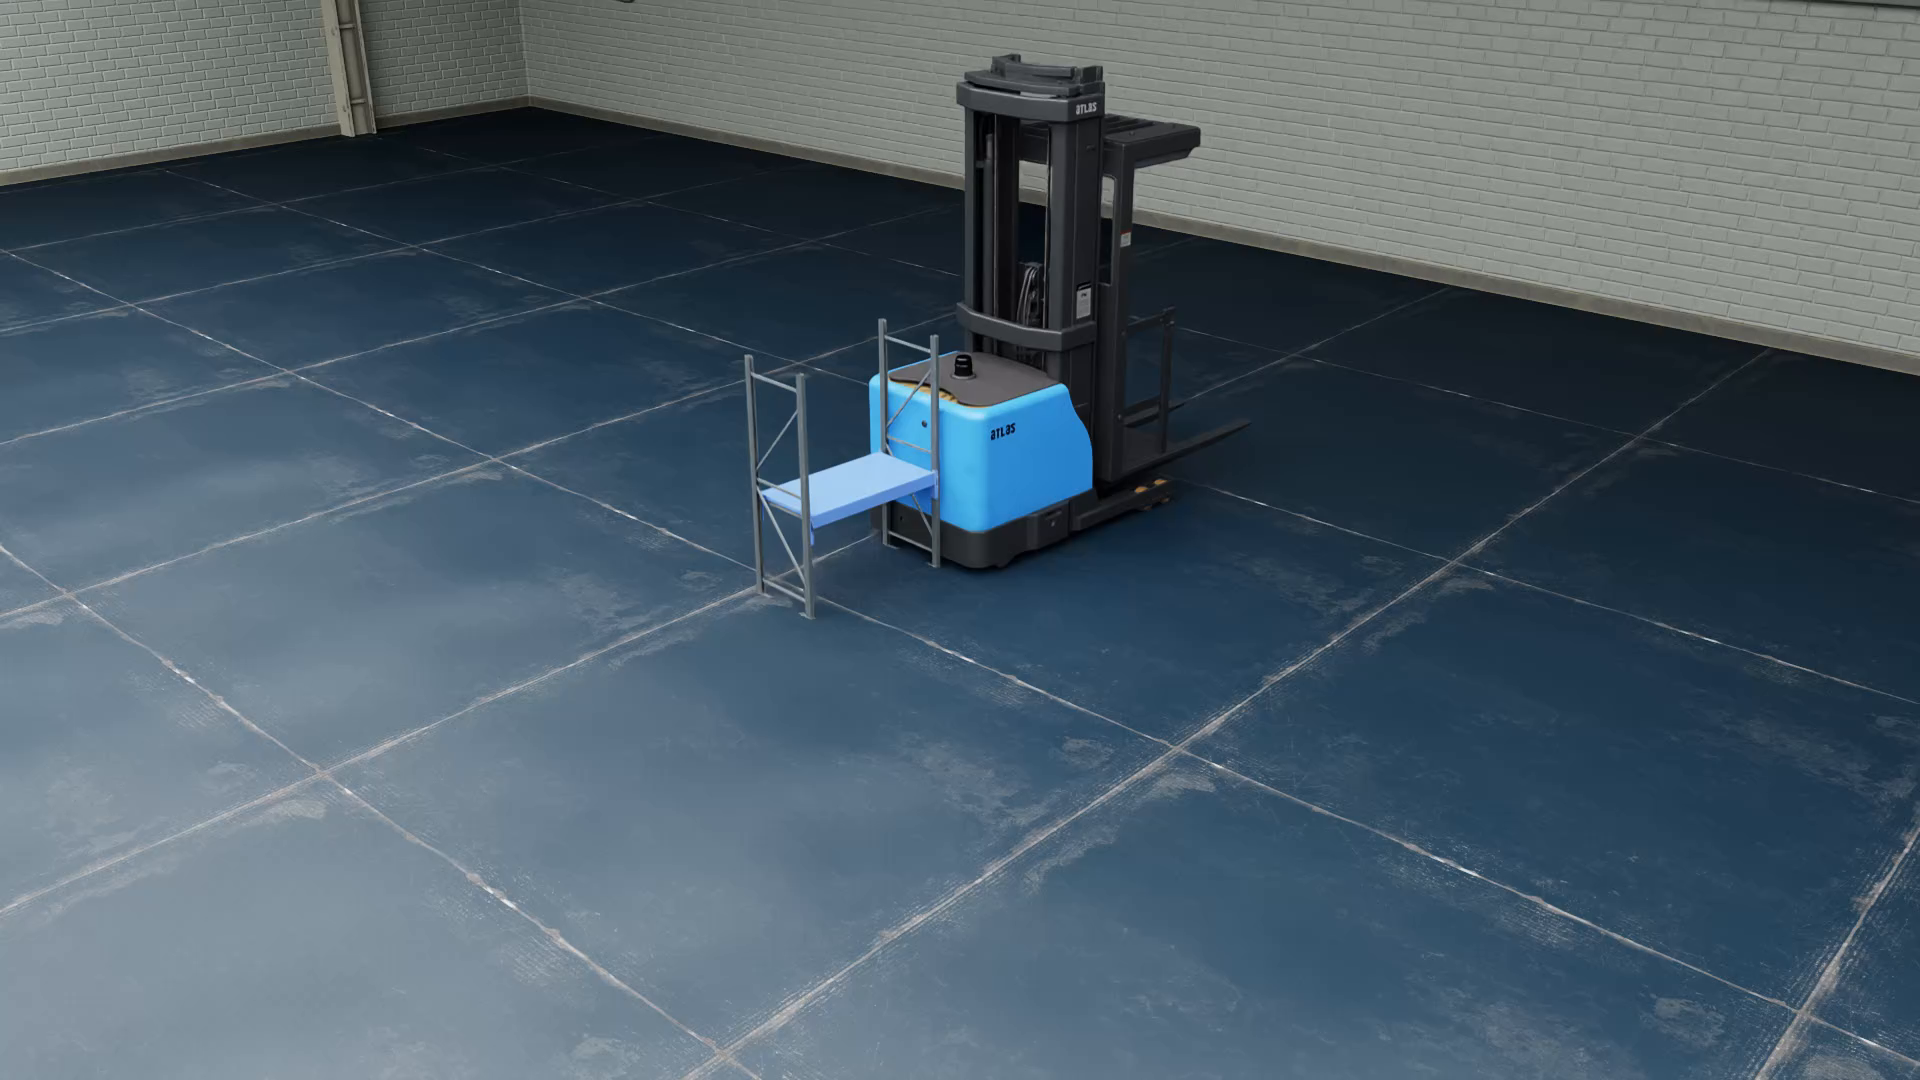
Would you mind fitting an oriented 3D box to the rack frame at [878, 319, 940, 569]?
[{"bbox_3d":[-0.308,-0.580,10.211,0.032,1.500,0.500,-22,32,-40],"label":"rack frame"}]

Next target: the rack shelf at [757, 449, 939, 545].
[{"bbox_3d":[-0.672,-0.271,9.961,1.000,0.185,0.538,-22,32,-40],"label":"rack shelf"}]

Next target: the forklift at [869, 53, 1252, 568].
[{"bbox_3d":[0.820,-1.666,10.882,3.031,2.935,1.130,-22,32,-40],"label":"forklift"}]

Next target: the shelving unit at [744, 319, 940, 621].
[{"bbox_3d":[-0.672,-0.435,9.887,1.048,1.500,0.538,-22,32,-40],"label":"shelving unit"}]

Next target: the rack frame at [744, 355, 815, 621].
[{"bbox_3d":[-1.035,-0.290,9.563,0.032,1.500,0.500,-22,32,-40],"label":"rack frame"}]

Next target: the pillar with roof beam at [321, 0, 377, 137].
[{"bbox_3d":[-5.339,-8.708,19.172,9.100,9.000,0.400,20,31,38],"label":"pillar with roof beam"}]
